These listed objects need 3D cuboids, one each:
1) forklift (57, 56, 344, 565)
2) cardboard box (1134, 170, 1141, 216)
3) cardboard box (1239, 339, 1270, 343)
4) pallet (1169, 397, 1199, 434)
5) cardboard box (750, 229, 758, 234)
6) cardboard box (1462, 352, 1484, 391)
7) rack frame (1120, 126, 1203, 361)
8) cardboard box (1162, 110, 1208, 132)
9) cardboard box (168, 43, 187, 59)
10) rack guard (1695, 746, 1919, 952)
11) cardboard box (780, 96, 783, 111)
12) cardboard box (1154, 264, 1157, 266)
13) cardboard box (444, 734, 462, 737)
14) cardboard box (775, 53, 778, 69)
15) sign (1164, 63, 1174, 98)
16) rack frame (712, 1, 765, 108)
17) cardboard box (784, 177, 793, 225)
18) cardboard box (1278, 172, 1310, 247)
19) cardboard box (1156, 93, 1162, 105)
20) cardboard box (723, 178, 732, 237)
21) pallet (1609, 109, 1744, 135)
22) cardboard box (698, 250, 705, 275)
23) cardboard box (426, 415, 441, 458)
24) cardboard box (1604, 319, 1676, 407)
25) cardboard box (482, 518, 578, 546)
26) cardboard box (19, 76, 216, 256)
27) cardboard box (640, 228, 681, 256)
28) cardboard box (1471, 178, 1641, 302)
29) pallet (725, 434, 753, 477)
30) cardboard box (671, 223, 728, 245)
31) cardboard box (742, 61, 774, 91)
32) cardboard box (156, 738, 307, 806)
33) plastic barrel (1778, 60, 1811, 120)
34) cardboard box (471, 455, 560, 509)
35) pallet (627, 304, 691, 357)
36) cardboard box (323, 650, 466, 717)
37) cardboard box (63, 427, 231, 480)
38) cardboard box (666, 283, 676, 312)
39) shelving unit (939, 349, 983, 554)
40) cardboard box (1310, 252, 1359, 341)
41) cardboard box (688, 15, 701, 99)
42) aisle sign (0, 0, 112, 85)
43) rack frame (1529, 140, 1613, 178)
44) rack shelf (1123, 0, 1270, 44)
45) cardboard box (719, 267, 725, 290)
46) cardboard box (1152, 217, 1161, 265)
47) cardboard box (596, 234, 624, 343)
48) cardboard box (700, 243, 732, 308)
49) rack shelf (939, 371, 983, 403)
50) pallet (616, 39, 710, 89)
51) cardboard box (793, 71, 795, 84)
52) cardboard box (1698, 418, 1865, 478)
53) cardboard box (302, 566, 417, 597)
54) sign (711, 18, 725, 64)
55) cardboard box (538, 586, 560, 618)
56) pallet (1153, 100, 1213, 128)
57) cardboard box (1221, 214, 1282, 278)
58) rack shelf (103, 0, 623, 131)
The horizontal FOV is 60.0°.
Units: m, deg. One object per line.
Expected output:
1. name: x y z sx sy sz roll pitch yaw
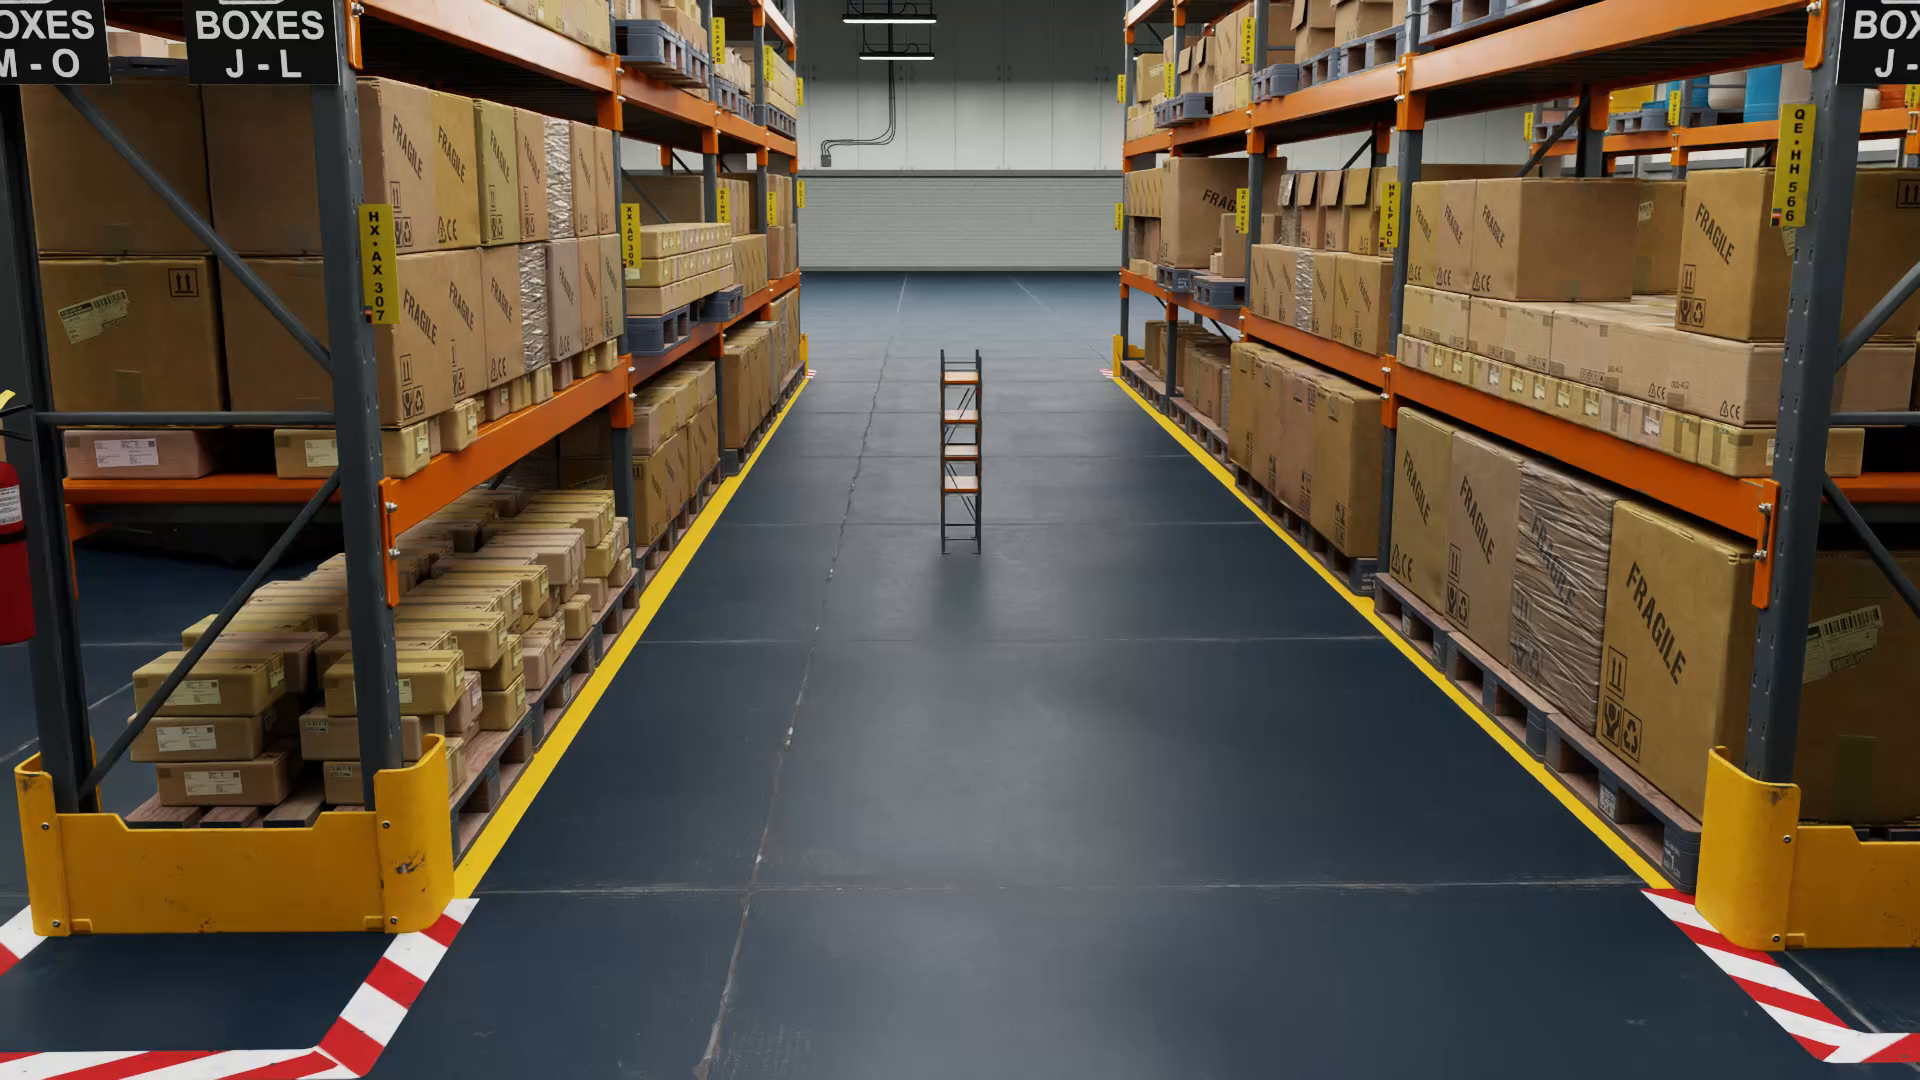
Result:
1. forklift: -5.142 -1.477 10.468 3.031 2.935 1.130 6 13 28
2. cardboard box: 2.237 -3.890 18.675 0.500 0.500 0.500 0 11 -1
3. cardboard box: 2.584 -1.521 13.805 0.500 0.250 0.500 1 12 5
4. pallet: 2.584 -1.198 15.933 1.003 0.211 1.213 0 11 -1
5. cardboard box: -2.415 -2.866 16.764 0.875 0.550 0.550 0 11 -1
6. cardboard box: 2.429 -0.738 7.285 0.380 0.149 0.250 0 11 -2
7. rack frame: 2.483 -3.515 20.338 1.000 3.000 0.127 0 11 -1
8. cardboard box: 2.296 -4.205 16.577 0.500 0.250 0.500 0 11 1
9. cardboard box: -7.202 -4.411 15.278 0.500 0.250 0.500 0 11 0
10. rack guard: 2.815 0.896 4.886 1.175 0.500 0.348 0 11 -1
11. cardboard box: -2.091 -4.648 17.704 0.380 0.149 0.250 0 11 -1
12. cardboard box: 2.291 -2.886 17.874 0.380 0.149 0.250 0 11 -1
13. cardboard box: -1.925 0.701 5.676 0.380 0.149 0.250 0 11 -1
14. cardboard box: -2.079 -4.937 17.124 0.380 0.149 0.250 0 11 -2
15. sign: 2.024 -4.439 16.051 0.100 0.325 0.005 0 11 -1
16. rack frame: -2.395 -5.659 15.821 1.000 3.000 0.127 0 11 -1
17. cardboard box: -2.405 -3.934 19.313 0.875 0.550 0.550 0 11 -1
18. cardboard box: 2.648 -2.319 11.673 0.797 0.503 0.637 0 11 1
19. cardboard box: 2.233 -4.533 17.186 0.380 0.149 0.250 -1 11 -3
20. cardboard box: -2.347 -2.856 14.328 0.700 0.500 0.500 0 11 -2
21. pallet: 7.405 -4.260 16.945 1.213 0.211 1.003 0 11 -1
22. cardboard box: -1.812 -1.748 10.460 0.380 0.149 0.250 0 11 -2
23. cardboard box: -1.873 -0.327 5.257 0.380 0.149 0.250 0 11 1
24. cardboard box: 2.529 -0.602 5.613 0.500 0.250 0.500 0 11 -2
25. cardboard box: -1.977 -0.007 7.669 0.380 0.149 0.250 0 11 1
26. cardboard box: -2.405 -1.108 4.964 0.500 0.500 0.500 0 11 -2
27. cardboard box: -1.792 -1.690 9.423 0.380 0.149 0.250 0 11 -1
28. cardboard box: 2.504 -1.271 7.024 0.500 0.500 0.500 -1 11 -3
29. pallet: -2.253 -0.714 13.549 1.003 0.211 1.213 0 11 -1
30. cardboard box: -1.841 -2.153 11.705 0.380 0.149 0.250 0 11 -2
31. cardboard box: -2.125 -4.615 16.538 0.500 0.250 0.500 0 11 -1
32. cardboard box: -2.366 0.754 5.413 0.380 0.149 0.250 0 11 0
33. plastic barrel: 7.759 -4.225 15.036 0.600 0.901 0.600 0 11 0
34. cardboard box: -2.497 -0.256 9.506 0.500 0.500 0.500 0 11 -2
35. pallet: -2.100 -1.187 9.350 1.003 0.211 1.213 0 11 -1
36. cardboard box: -1.818 0.461 5.362 0.380 0.149 0.250 -1 11 -4
37. cardboard box: -2.436 -0.274 4.998 0.380 0.149 0.250 0 11 -1
38. cardboard box: -1.789 -1.347 9.229 0.380 0.149 0.250 0 11 0
39. shelving unit: 0.003 -0.555 10.278 0.258 1.200 0.503 0 11 -1
40. cardboard box: 2.428 -1.472 10.020 0.500 0.500 0.500 0 11 -2
41. cardboard box: -2.023 -3.231 11.146 0.500 0.500 0.500 0 11 -1
42. aisle sign: -2.445 -1.592 4.324 0.394 0.787 0.004 0 11 -1
43. rack frame: 7.435 -3.535 20.439 1.000 3.000 0.127 0 11 -1
44. rack shelf: 2.525 -5.703 17.854 1.077 0.370 4.000 0 11 -1
45. cardboard box: -1.833 -1.810 11.512 0.380 0.149 0.250 0 11 0
46. cardboard box: 2.532 -3.202 17.800 0.875 0.500 0.500 0 11 -1
47. cardboard box: -1.937 -1.229 8.071 0.500 0.500 0.500 0 11 -1
48. cardboard box: -2.052 -2.063 12.934 0.500 0.500 0.500 0 11 -1
49. rack shelf: 0.003 -0.940 10.199 0.258 0.148 0.480 0 11 -1
50. pallet: -2.160 -2.836 9.923 1.213 0.211 1.003 0 11 -1
51. cardboard box: -2.128 -5.392 19.365 0.380 0.149 0.250 0 11 -1
52. cardboard box: 2.477 -0.280 5.028 0.380 0.149 0.250 0 11 0
53. cardboard box: -2.389 0.203 6.632 0.380 0.149 0.250 -1 11 -3
54. sign: -1.770 -3.649 12.158 0.100 0.325 0.005 0 11 -1
55. cardboard box: -1.947 0.239 7.202 0.380 0.149 0.250 -1 11 -4
56. pallet: 2.472 -3.974 15.532 1.213 0.211 1.003 0 11 -1
57. cardboard box: 2.486 -2.397 13.521 0.700 0.500 0.500 1 12 7
58. rack shelf: -2.188 -1.849 6.393 1.077 0.370 4.000 0 11 -1
